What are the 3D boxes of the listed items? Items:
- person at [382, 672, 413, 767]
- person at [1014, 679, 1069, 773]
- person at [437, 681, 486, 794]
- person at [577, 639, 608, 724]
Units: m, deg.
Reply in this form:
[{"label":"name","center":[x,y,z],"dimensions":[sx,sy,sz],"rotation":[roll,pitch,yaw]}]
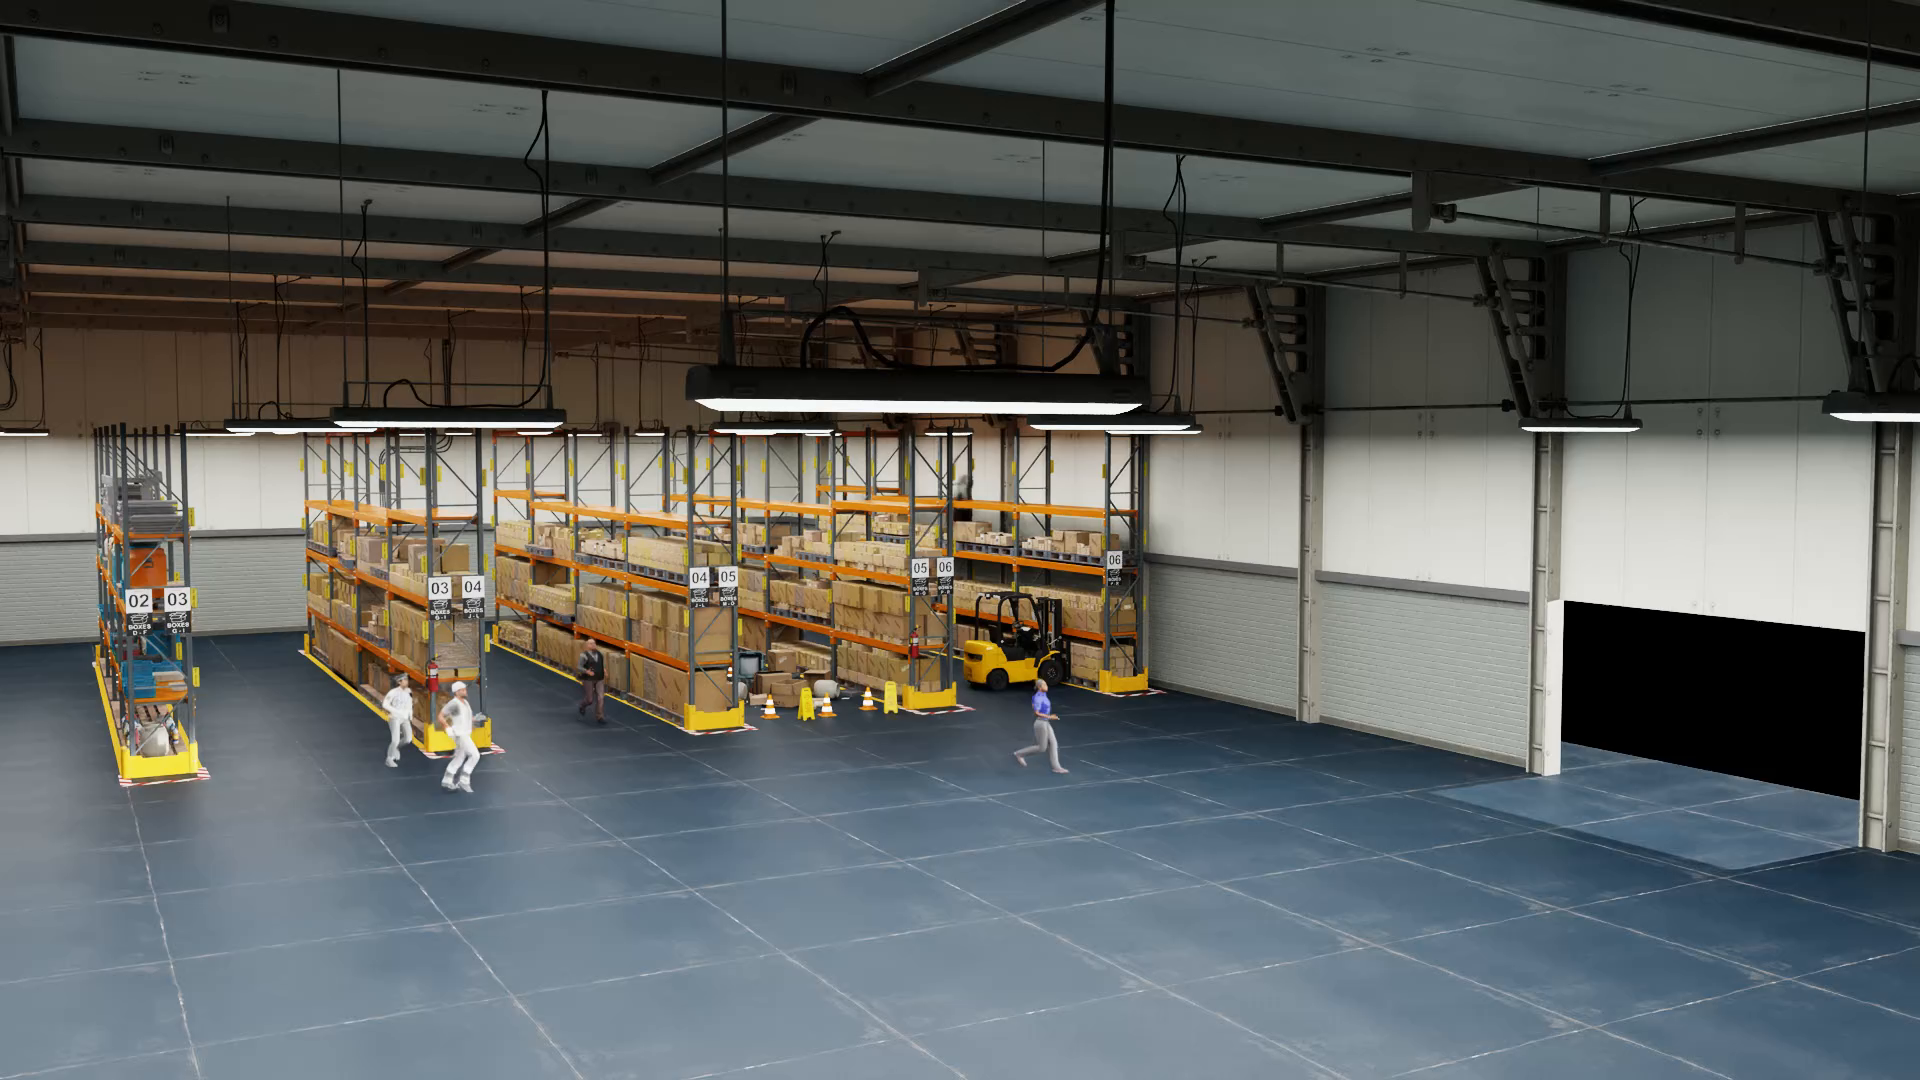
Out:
[{"label":"person","center":[-9.858,3.147,29.311],"dimensions":[0.525,1.624,0.621],"rotation":[3,4,40]},{"label":"person","center":[1.405,3.222,28.469],"dimensions":[0.934,1.541,0.595],"rotation":[1,4,12]},{"label":"person","center":[-8.059,3.197,26.926],"dimensions":[0.741,1.818,0.645],"rotation":[0,3,-1]},{"label":"person","center":[-7.386,2.840,33.548],"dimensions":[0.676,1.689,0.971],"rotation":[-3,4,-37]}]
